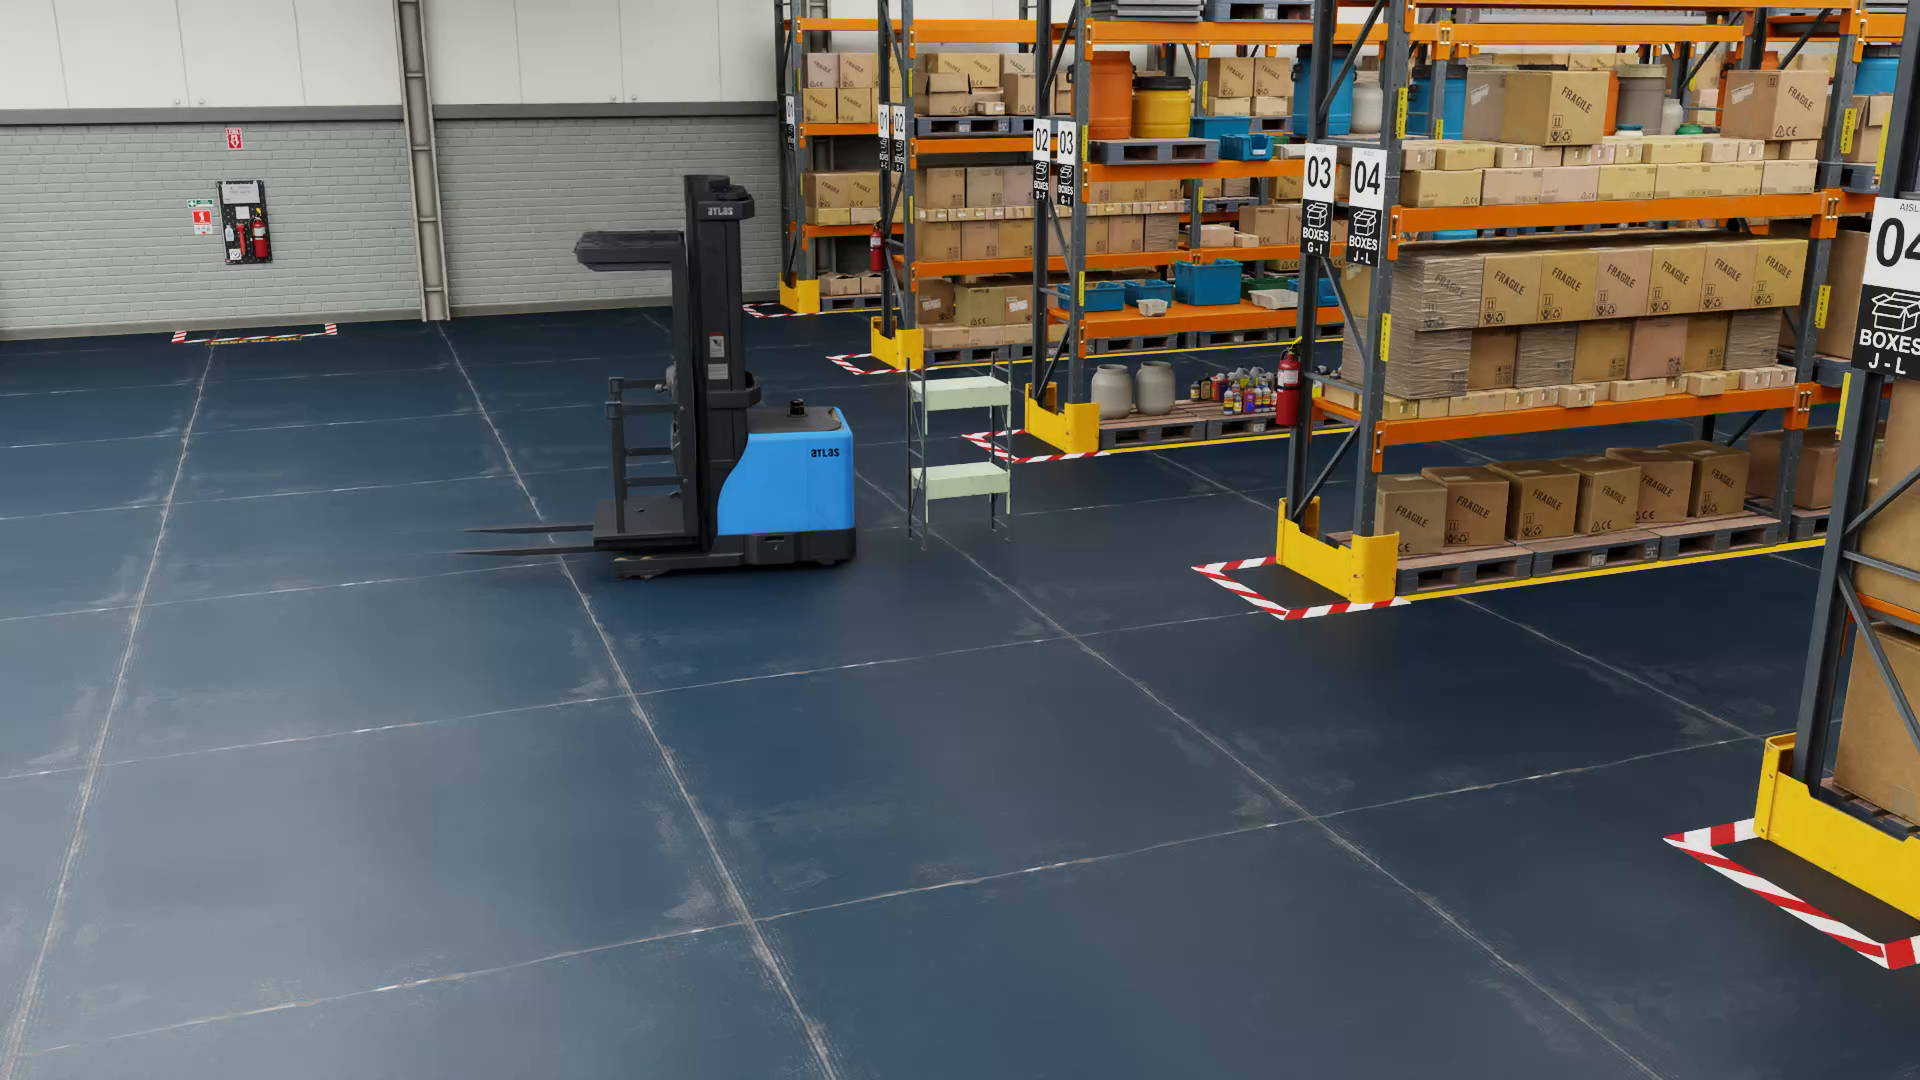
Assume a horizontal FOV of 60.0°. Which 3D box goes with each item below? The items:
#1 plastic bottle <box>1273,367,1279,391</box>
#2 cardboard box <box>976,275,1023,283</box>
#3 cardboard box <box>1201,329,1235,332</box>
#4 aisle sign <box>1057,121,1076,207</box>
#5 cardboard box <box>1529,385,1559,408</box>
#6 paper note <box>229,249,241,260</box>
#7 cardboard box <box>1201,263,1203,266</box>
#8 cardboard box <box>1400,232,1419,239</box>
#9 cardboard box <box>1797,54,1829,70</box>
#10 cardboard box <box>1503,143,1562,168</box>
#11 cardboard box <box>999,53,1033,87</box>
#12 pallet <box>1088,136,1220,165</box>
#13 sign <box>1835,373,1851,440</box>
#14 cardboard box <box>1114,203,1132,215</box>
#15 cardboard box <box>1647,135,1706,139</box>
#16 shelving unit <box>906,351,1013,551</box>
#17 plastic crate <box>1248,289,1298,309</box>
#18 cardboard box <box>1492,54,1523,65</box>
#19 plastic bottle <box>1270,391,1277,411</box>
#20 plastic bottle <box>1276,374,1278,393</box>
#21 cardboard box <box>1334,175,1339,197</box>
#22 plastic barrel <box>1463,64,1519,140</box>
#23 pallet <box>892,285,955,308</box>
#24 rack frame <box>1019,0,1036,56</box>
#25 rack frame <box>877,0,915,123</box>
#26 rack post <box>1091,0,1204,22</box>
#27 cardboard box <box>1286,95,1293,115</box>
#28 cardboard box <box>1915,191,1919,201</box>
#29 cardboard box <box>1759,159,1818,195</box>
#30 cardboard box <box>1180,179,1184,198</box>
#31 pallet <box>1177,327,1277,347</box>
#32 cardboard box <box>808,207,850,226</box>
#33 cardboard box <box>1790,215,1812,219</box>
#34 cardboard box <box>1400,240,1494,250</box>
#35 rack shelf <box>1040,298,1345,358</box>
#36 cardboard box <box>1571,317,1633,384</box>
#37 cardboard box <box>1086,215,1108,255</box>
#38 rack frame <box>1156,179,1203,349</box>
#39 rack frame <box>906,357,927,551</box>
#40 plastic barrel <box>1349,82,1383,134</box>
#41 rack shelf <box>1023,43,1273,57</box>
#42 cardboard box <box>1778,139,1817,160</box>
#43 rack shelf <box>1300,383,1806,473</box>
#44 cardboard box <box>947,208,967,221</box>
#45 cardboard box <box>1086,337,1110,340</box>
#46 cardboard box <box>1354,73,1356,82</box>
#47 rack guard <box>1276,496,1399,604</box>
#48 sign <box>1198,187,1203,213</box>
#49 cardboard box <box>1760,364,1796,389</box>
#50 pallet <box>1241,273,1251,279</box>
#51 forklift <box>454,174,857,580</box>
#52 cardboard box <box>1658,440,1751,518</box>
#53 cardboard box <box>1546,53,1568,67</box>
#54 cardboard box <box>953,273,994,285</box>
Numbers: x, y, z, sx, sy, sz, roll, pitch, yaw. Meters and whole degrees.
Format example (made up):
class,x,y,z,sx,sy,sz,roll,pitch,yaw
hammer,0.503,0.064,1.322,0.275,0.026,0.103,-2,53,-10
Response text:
class,x,y,z,sx,sy,sz,roll,pitch,yaw
plastic bottle,3.467,-1.751,18.278,0.133,0.283,0.061,-5,17,-18
cardboard box,0.533,-3.220,22.043,0.500,0.500,0.500,-6,17,-20
cardboard box,3.411,-3.002,22.631,0.500,0.250,0.500,-7,18,-21
aisle sign,1.017,-3.600,15.920,0.004,0.787,0.394,-6,17,-20
cardboard box,4.268,-1.107,12.491,0.250,0.149,0.380,-6,17,-20
paper note,-10.335,-4.075,23.716,0.142,0.148,0.016,-6,17,-20
cardboard box,3.728,-4.754,28.120,0.500,0.500,0.700,-6,17,-20
cardboard box,6.325,-4.479,23.686,0.500,0.311,0.500,-5,17,-17
cardboard box,12.751,-7.158,25.374,0.500,0.500,0.700,-6,17,-20
cardboard box,4.068,-2.750,11.874,0.250,0.149,0.380,-6,17,-20
cardboard box,0.799,-7.302,25.828,0.500,0.500,0.500,-8,18,-25
pallet,1.787,-3.843,16.374,1.213,0.211,1.003,-6,17,-20
sign,4.251,-0.632,7.952,0.005,0.325,0.100,-6,17,-20
cardboard box,2.048,-4.341,21.729,0.250,0.149,0.380,-6,17,-20
cardboard box,5.587,-3.077,12.989,0.250,0.149,0.380,-6,17,-20
shelving unit,-0.006,-0.719,13.385,0.755,1.500,0.431,-6,17,-20
plastic crate,3.289,-2.484,17.200,0.437,0.136,0.530,-6,17,-20
cardboard box,7.567,-6.608,23.501,0.500,0.500,0.500,-6,17,-20
plastic bottle,3.290,-1.461,17.435,0.097,0.201,0.097,0,16,0
plastic bottle,3.512,-1.726,18.215,0.097,0.271,0.097,0,16,0
cardboard box,6.406,-6.132,28.416,0.500,0.500,0.500,-6,17,-20
plastic barrel,5.722,-4.694,18.047,0.600,0.901,0.600,0,16,0
pallet,-0.586,-3.908,26.531,1.213,0.211,1.003,-6,17,-20
rack frame,1.170,-8.325,25.978,0.127,3.000,1.000,-6,17,-20
rack frame,-0.790,-6.619,20.168,0.127,3.000,1.000,-6,17,-20
rack post,1.731,-5.118,15.944,0.954,0.300,0.937,-4,17,-14
cardboard box,4.753,-5.889,22.527,0.500,0.250,0.500,-8,18,-25
cardboard box,4.621,-1.510,7.615,0.250,0.149,0.380,-6,17,-20
cardboard box,6.155,-2.790,12.717,0.500,0.250,0.500,-5,17,-18
cardboard box,3.314,-5.928,27.502,0.500,0.500,0.700,-6,17,-20
pallet,3.620,-2.891,23.067,1.213,0.211,1.003,-6,17,-20
cardboard box,-1.996,-4.947,25.351,0.500,0.250,0.500,-7,18,-22
cardboard box,12.879,-5.183,25.747,0.500,0.500,0.500,-6,17,-20
cardboard box,3.642,-1.977,12.526,0.500,0.500,0.500,-6,17,-20
rack shelf,2.847,-2.294,17.362,4.000,0.370,1.077,-6,17,-20
cardboard box,4.652,-1.541,12.818,0.500,0.500,0.875,-6,17,-20
cardboard box,1.573,-4.041,21.859,0.500,0.500,0.700,-6,17,-19
rack frame,2.946,-4.144,22.386,0.127,3.000,1.000,-6,17,-20
rack frame,-0.348,-0.682,13.259,0.023,1.500,0.400,-6,17,-20
plastic barrel,4.242,-4.543,17.478,0.421,0.512,0.421,0,16,0
rack shelf,3.037,-7.990,26.822,4.000,0.370,1.077,-6,17,-20
cardboard box,6.287,-2.987,12.681,0.250,0.149,0.380,-6,17,-18
rack shelf,4.619,-0.990,12.924,4.000,0.370,1.077,-6,17,-20
cardboard box,-0.101,-4.110,20.942,0.250,0.149,0.380,-7,18,-22
cardboard box,1.659,-2.820,22.012,0.500,0.250,0.500,-6,17,-20
cardboard box,6.334,-7.732,28.323,0.500,0.500,0.700,-5,17,-17
rack guard,2.823,0.058,12.514,0.348,0.500,1.175,-6,17,-20
sign,3.146,-4.452,21.756,0.005,0.325,0.100,-6,17,-20
cardboard box,6.391,-1.318,13.208,0.250,0.149,0.380,-6,17,-20
pallet,4.174,-4.434,28.322,1.213,0.211,1.003,-6,17,-20
forklift,-2.370,-1.265,12.704,3.031,2.935,1.130,-3,17,-10
cardboard box,6.099,-0.510,13.701,0.500,0.500,0.500,-7,18,-22
cardboard box,10.343,-8.333,29.339,0.500,0.500,0.500,-6,17,-20
cardboard box,0.215,-4.344,26.721,0.500,0.500,0.500,-8,18,-24
